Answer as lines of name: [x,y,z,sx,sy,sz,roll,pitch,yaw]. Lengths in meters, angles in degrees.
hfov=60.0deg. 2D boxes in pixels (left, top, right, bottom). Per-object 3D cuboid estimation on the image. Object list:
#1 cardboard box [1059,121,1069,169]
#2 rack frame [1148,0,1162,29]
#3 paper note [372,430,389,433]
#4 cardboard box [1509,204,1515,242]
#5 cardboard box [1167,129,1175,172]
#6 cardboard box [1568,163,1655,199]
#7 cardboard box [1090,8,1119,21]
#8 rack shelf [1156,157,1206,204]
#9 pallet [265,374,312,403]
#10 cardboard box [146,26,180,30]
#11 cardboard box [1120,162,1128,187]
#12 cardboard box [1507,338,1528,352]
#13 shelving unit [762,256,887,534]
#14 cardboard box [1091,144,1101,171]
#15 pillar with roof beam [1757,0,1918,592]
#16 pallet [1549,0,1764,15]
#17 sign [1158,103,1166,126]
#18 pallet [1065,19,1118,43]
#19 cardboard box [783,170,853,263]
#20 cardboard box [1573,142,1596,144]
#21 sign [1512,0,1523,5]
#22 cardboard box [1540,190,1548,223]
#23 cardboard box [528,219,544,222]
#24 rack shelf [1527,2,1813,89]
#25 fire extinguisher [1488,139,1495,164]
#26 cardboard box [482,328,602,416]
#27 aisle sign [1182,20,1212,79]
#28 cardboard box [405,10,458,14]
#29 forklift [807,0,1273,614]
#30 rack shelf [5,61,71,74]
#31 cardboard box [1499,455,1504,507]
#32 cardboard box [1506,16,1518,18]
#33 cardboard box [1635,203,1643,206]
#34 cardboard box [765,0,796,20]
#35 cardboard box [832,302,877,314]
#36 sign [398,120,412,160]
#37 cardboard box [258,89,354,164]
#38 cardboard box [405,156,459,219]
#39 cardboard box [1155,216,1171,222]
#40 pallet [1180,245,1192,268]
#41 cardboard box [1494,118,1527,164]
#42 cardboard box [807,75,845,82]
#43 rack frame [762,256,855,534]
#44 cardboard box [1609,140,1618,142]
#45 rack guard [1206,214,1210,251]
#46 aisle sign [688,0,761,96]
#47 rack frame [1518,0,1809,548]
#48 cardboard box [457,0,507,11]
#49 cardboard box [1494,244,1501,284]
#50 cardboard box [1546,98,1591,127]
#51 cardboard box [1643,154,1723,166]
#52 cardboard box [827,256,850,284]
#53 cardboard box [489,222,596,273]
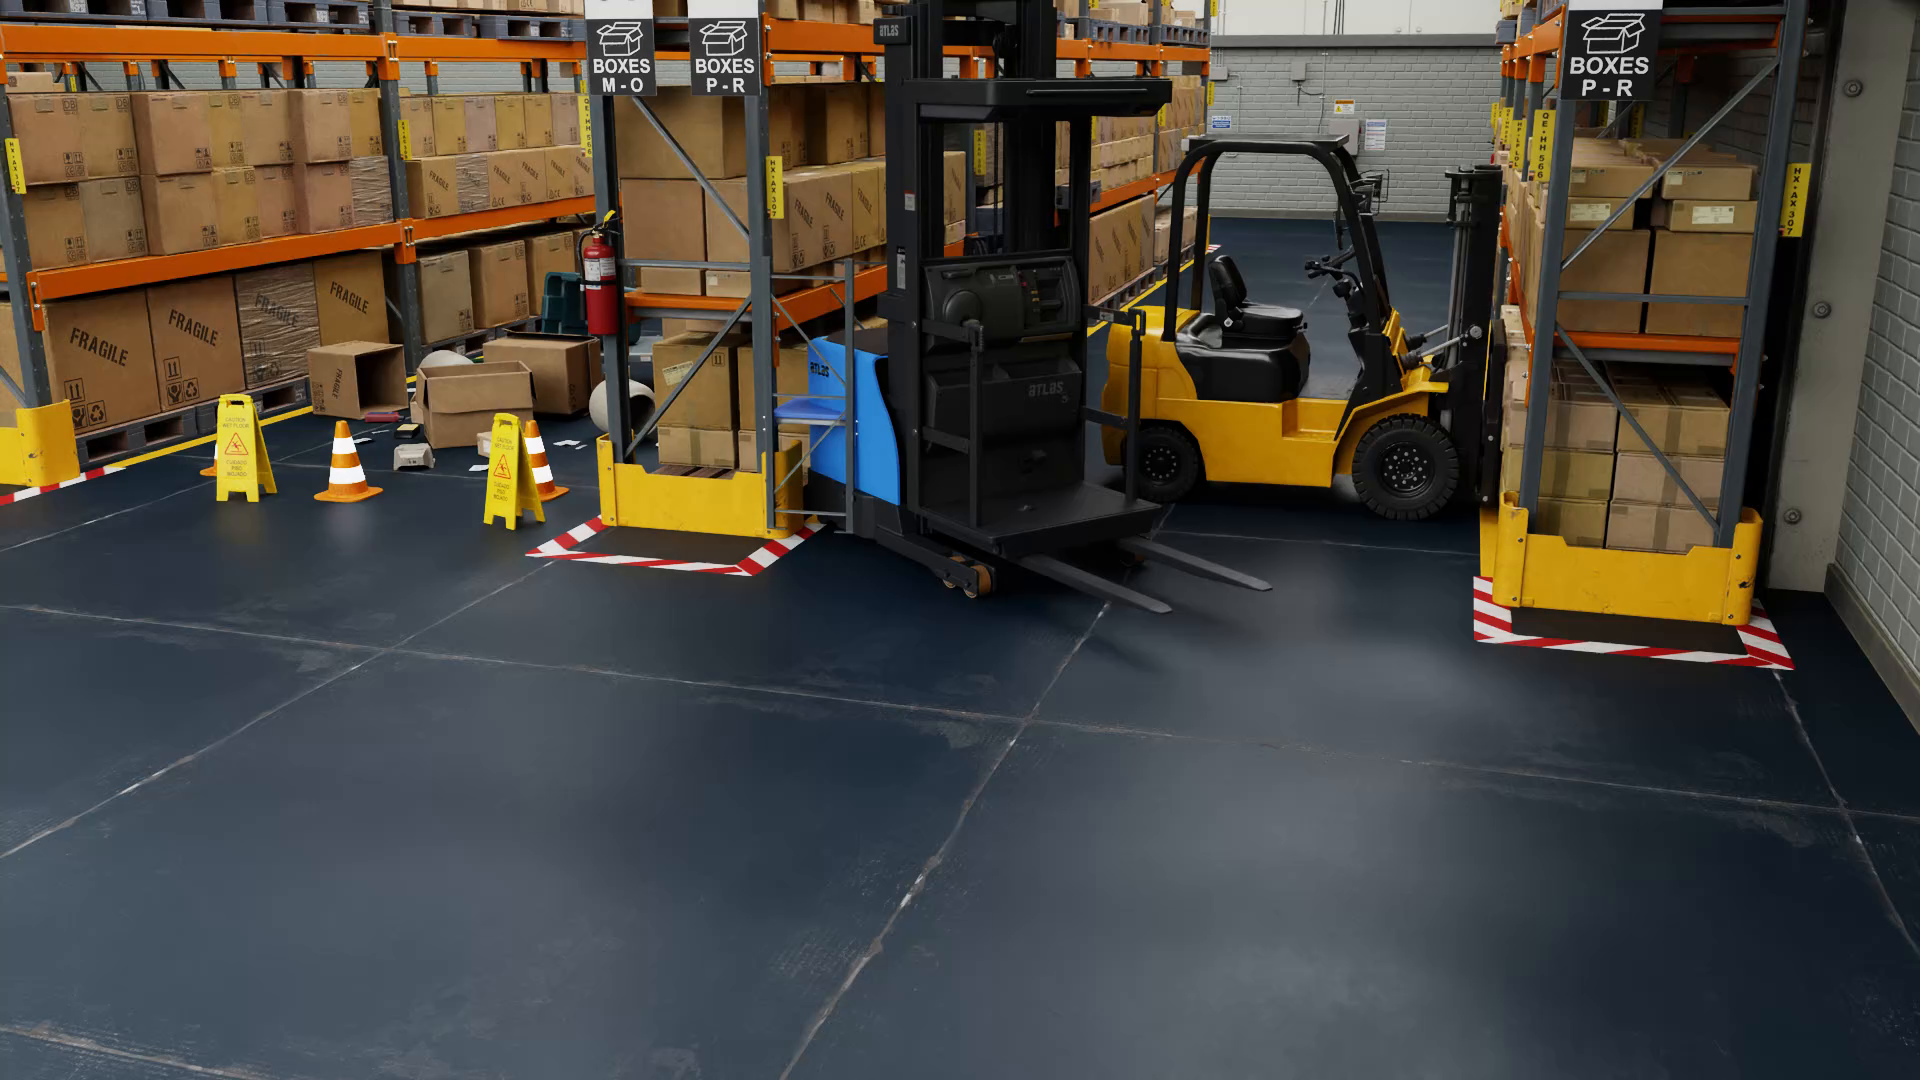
cardboard box: [0.759,-3.722,15.458,0.500,0.500,0.500,4,16,15]
rack frame: [1.895,-7.538,19.416,1.000,3.000,0.127,5,16,16]
paper note: [-4.213,-0.788,12.089,0.123,0.001,0.032,-15,21,-41]
cardboard box: [4.412,-2.387,12.524,0.500,0.250,0.500,5,16,16]
cardboard box: [2.427,-4.934,21.045,0.500,0.500,0.500,5,17,16]
cardboard box: [3.145,-1.742,8.057,0.380,0.149,0.250,5,16,16]
cardboard box: [1.502,-5.679,18.014,0.380,0.166,0.250,6,17,21]
rack shelf: [2.464,-4.829,22.177,1.077,0.370,4.000,5,16,16]
pallet: [-5.444,-1.382,13.816,1.003,0.211,1.213,5,16,16]
cardboard box: [-8.771,-5.471,17.898,0.500,0.250,0.500,5,16,16]
cardboard box: [1.559,-4.044,18.365,0.500,0.250,0.500,5,16,16]
cardboard box: [3.502,-1.032,9.909,0.500,0.250,0.500,4,16,15]
shelving unit: [-0.723,-0.899,9.543,0.538,1.500,1.048,3,14,11]
cardboard box: [1.139,-3.887,16.897,0.500,0.250,0.500,5,16,15]
pillar with roof beam: [0.180,-4.461,8.566,9.100,9.000,0.400,5,16,16]
pallet: [3.816,-3.032,9.189,1.003,0.211,1.213,5,16,16]
sign: [2.418,-5.132,19.948,0.100,0.325,0.005,5,16,16]
pallet: [0.891,-5.130,16.769,1.213,0.211,1.003,5,17,18]
cardboard box: [-0.970,-1.942,9.951,0.500,0.500,0.500,5,17,18]
cardboard box: [3.784,-2.416,10.433,0.380,0.149,0.250,5,17,17]
sign: [4.999,-4.956,14.861,0.100,0.325,0.005,5,16,16]
cardboard box: [3.119,-1.671,8.350,0.380,0.149,0.250,5,17,17]
cardboard box: [-6.833,-5.235,25.414,0.875,0.875,0.875,5,16,16]
rack shelf: [3.813,-2.749,9.346,1.077,0.370,4.000,5,16,16]
fire extinguisher: [7.391,-5.172,22.894,0.296,0.674,0.183,5,16,16]
cardboard box: [-3.185,-1.278,12.665,0.797,0.637,0.503,5,16,16]
aisle sign: [3.350,-6.944,23.551,0.394,0.787,0.004,5,16,16]
cardboard box: [-7.441,-7.371,23.188,0.700,0.500,0.500,4,16,13]
forklift: [0.345,-1.267,8.424,1.130,2.935,3.031,-10,19,-32]
rack shelf: [-16.535,-7.810,27.189,1.077,0.370,4.000,5,16,16]
cardboard box: [3.226,-0.285,9.106,0.500,0.250,0.500,5,16,16]
cardboard box: [5.901,-5.526,17.325,0.380,0.149,0.250,4,16,15]
cardboard box: [4.070,-1.686,9.594,0.500,0.500,0.500,5,17,17]
cardboard box: [-1.109,-2.897,9.008,0.380,0.149,0.250,5,16,16]
cardboard box: [-0.576,-1.357,11.511,0.500,0.500,0.500,6,17,19]
sign: [-4.620,-3.329,13.836,0.100,0.325,0.005,5,16,16]
cardboard box: [-5.336,-3.262,13.077,0.875,0.550,0.550,5,16,16]
cardboard box: [-4.745,-3.081,14.513,0.500,0.500,0.500,5,17,16]
cardboard box: [2.430,-4.012,21.902,0.875,0.438,0.875,4,16,14]
pallet: [2.531,-3.824,22.424,1.003,0.211,1.213,5,16,16]
cardboard box: [6.303,-4.409,18.425,0.700,0.500,0.500,5,17,17]
cardboard box: [-1.917,-6.320,23.554,0.500,0.500,0.500,6,17,19]
rack frame: [-0.821,-0.779,9.059,0.500,1.500,0.032,3,14,11]
cardboard box: [5.521,-3.341,14.239,0.380,0.149,0.250,5,16,16]
rack guard: [3.039,-4.502,24.287,1.175,0.500,0.348,5,16,16]
aisle sign: [-1.235,-2.723,8.669,0.394,0.787,0.004,5,16,16]
rack frame: [3.245,-1.129,7.812,1.000,3.000,0.127,5,16,16]
cardboard box: [-4.418,-5.018,15.321,0.396,0.266,0.258,5,16,16]
cardboard box: [6.014,-2.888,17.827,0.500,0.500,0.500,4,16,14]
cardboard box: [7.334,-5.069,20.059,0.500,0.500,0.500,4,16,14]
cardboard box: [3.849,-1.974,8.874,0.380,0.149,0.250,5,17,18]
cardboard box: [-0.893,-1.658,10.137,0.380,0.149,0.250,5,17,17]
cardboard box: [-4.275,-2.931,17.517,1.050,0.750,0.750,4,16,15]
